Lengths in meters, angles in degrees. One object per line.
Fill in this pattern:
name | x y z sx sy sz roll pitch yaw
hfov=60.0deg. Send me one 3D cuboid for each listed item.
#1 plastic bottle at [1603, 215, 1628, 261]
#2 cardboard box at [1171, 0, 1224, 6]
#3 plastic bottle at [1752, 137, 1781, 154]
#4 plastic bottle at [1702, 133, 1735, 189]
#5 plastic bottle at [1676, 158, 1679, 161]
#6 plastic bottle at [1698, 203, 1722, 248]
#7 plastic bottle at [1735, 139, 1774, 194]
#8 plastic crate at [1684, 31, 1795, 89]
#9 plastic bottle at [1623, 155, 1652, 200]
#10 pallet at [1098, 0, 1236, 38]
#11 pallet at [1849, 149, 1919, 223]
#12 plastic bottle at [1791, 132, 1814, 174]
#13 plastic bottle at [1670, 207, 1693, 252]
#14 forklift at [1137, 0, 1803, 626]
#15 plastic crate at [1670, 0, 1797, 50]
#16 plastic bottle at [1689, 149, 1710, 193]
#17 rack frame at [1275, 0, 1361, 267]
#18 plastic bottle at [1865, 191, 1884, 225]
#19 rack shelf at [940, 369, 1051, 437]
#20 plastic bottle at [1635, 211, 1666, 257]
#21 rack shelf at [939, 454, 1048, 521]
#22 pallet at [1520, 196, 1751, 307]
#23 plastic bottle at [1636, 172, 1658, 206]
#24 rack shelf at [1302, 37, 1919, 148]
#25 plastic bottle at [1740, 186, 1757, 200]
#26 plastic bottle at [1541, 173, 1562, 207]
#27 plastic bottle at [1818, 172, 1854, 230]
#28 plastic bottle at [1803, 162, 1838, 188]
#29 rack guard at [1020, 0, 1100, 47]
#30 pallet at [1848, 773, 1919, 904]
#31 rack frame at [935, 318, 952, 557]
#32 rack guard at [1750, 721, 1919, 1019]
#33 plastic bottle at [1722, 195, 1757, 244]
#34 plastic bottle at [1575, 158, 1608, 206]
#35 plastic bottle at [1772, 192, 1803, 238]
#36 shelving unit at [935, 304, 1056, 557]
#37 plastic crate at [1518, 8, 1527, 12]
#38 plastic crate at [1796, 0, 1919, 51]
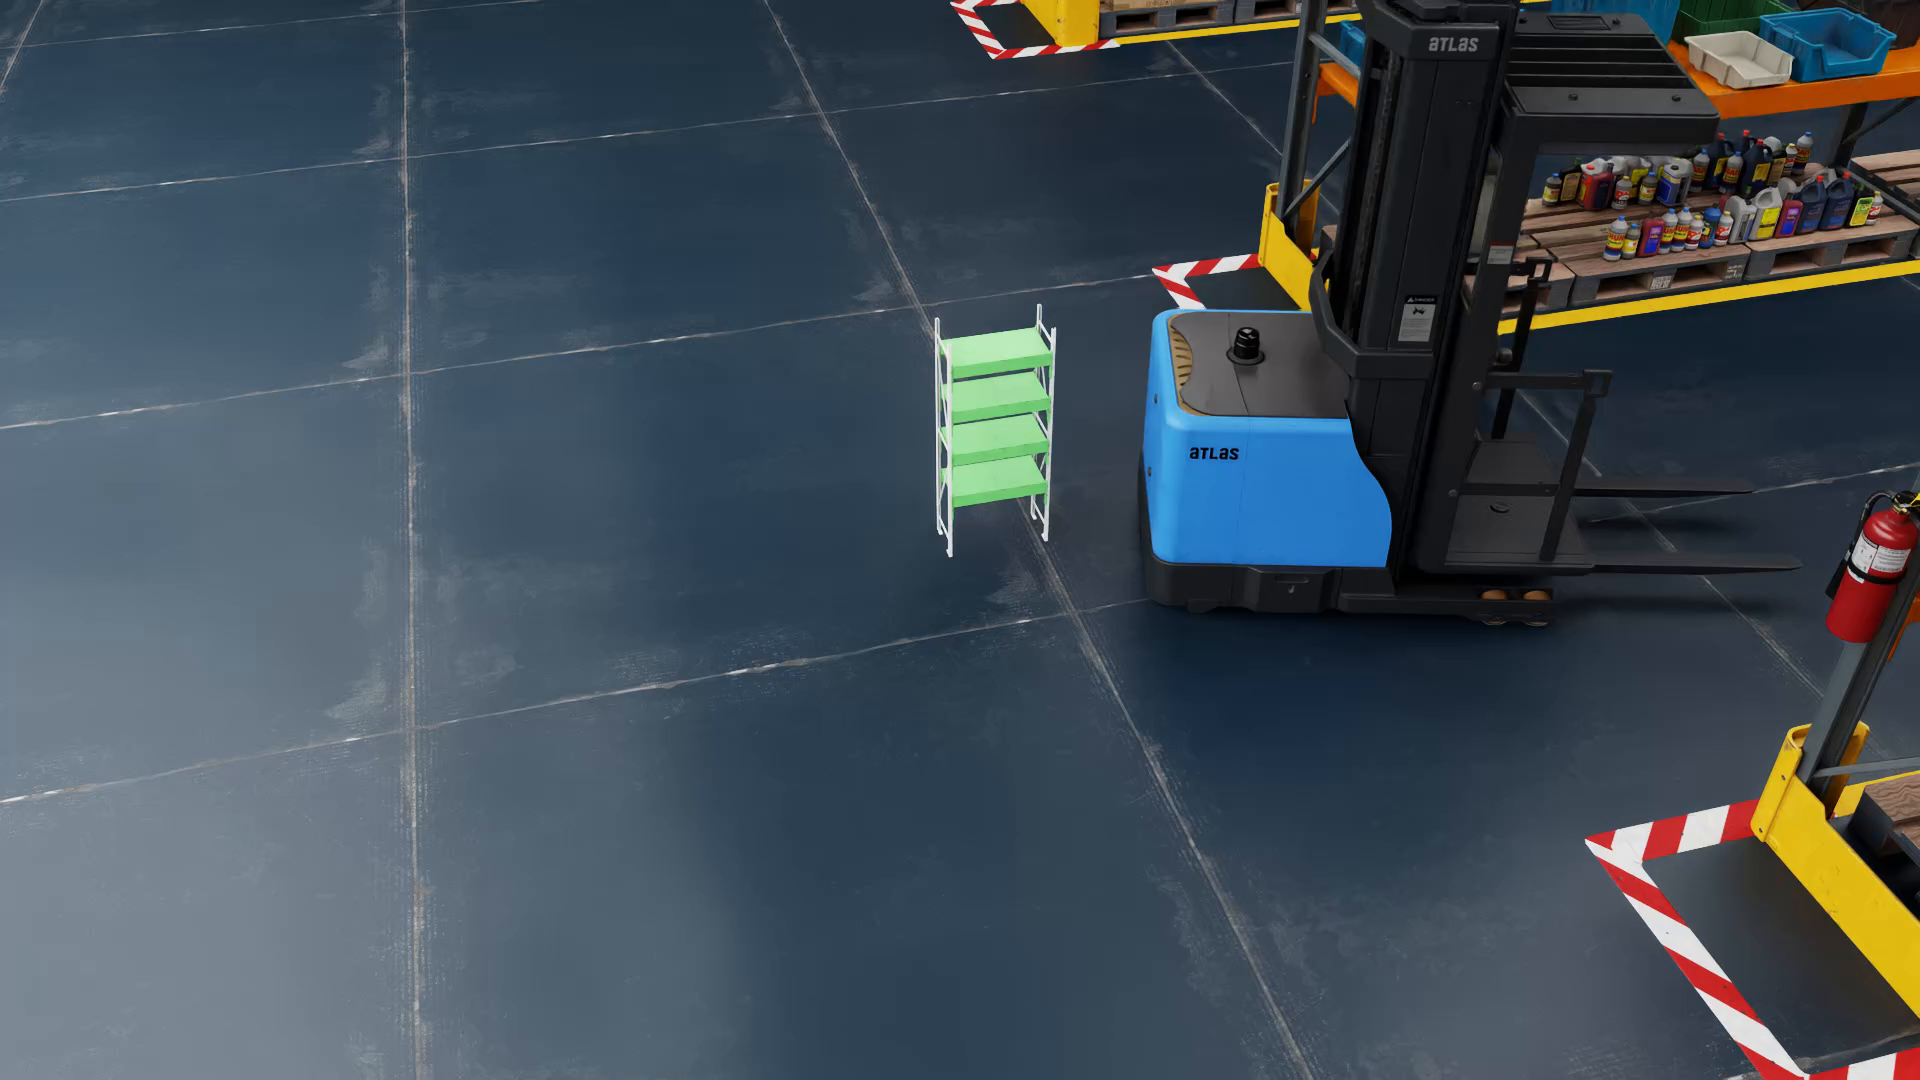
plastic bottle | 3.962 -1.829 10.035 0.097 0.271 0.097 0 37 0
cardboard box | 1.900 -4.650 13.757 0.500 0.250 0.500 -9 38 -12
plastic bottle | 5.265 -2.499 10.907 0.135 0.276 0.152 -8 38 -10
plastic bottle | 4.923 -2.475 10.814 0.185 0.351 0.144 -11 39 -14
plastic bottle | 4.643 -2.385 10.819 0.097 0.201 0.097 0 37 0
plastic bottle | 4.585 -1.931 10.168 0.097 0.271 0.097 0 37 0
plastic bottle | 5.142 -2.420 10.743 0.185 0.351 0.144 -9 38 -12
plastic crate | 4.491 -2.756 9.581 0.437 0.136 0.530 -9 38 -12
plastic bottle | 4.333 -2.378 10.688 0.185 0.351 0.144 -8 38 -10
pallet | 1.570 -4.578 14.039 1.213 0.211 1.003 -9 38 -12
pallet | 6.740 -2.306 11.071 1.213 0.211 1.003 -9 38 -12
plastic bottle | 5.570 -2.565 10.997 0.097 0.271 0.097 0 37 0
plastic bottle | 4.390 -1.899 10.126 0.097 0.271 0.097 0 37 0
forklift | 2.403 -1.095 7.249 3.031 2.935 1.130 1 37 1
plastic crate | 4.608 -3.133 10.031 0.662 0.188 0.450 -9 38 -12
plastic bottle | 4.790 -2.398 10.779 0.097 0.271 0.097 0 37 0
rack frame | 2.131 -2.633 9.203 0.127 3.000 1.000 -9 38 -12
plastic bottle | 5.723 -2.090 10.434 0.097 0.201 0.097 0 37 0
rack shelf | 0.160 -0.643 7.792 0.480 0.148 0.258 -9 38 -12
plastic bottle | 4.186 -1.859 10.064 0.133 0.283 0.061 -9 38 -11
rack shelf | 0.160 -0.261 8.084 0.480 0.148 0.258 -9 38 -12
pallet | 4.153 -1.882 10.516 1.213 0.211 1.003 -9 38 -12
plastic bottle | 4.406 -2.255 10.650 0.097 0.201 0.097 0 37 0
rack shelf | 4.061 -2.664 9.836 4.000 0.370 1.077 -9 38 -12
plastic bottle | 4.897 -2.066 10.335 0.133 0.283 0.061 -9 38 -12
plastic bottle | 3.789 -2.245 10.636 0.097 0.201 0.097 0 37 0
plastic bottle | 5.446 -2.118 10.348 0.185 0.351 0.144 -10 39 -13
plastic bottle | 5.408 -2.203 10.459 0.185 0.351 0.144 -9 38 -12
rack guard | 0.820 -4.543 13.756 0.348 0.500 1.175 -9 38 -12
pallet | 4.289 1.260 6.409 1.213 0.211 1.003 -9 38 -12
rack frame | -0.076 -0.464 7.849 0.015 1.200 0.240 -9 38 -12
rack guard | 3.495 1.253 6.180 0.348 0.500 1.175 -9 38 -12
plastic bottle | 4.791 -1.984 10.233 0.135 0.276 0.152 -9 38 -11
plastic bottle | 4.040 -2.298 10.644 0.135 0.276 0.152 -9 38 -12
plastic bottle | 5.114 -2.011 10.263 0.133 0.283 0.061 -7 38 -9
shelving unit | 0.160 -0.503 7.899 0.503 1.200 0.258 -9 38 -12
plastic crate | 3.164 -2.928 9.711 0.408 0.251 0.499 -9 38 -12
plastic crate | 5.454 -3.234 10.039 0.504 0.338 0.767 -9 38 -12
